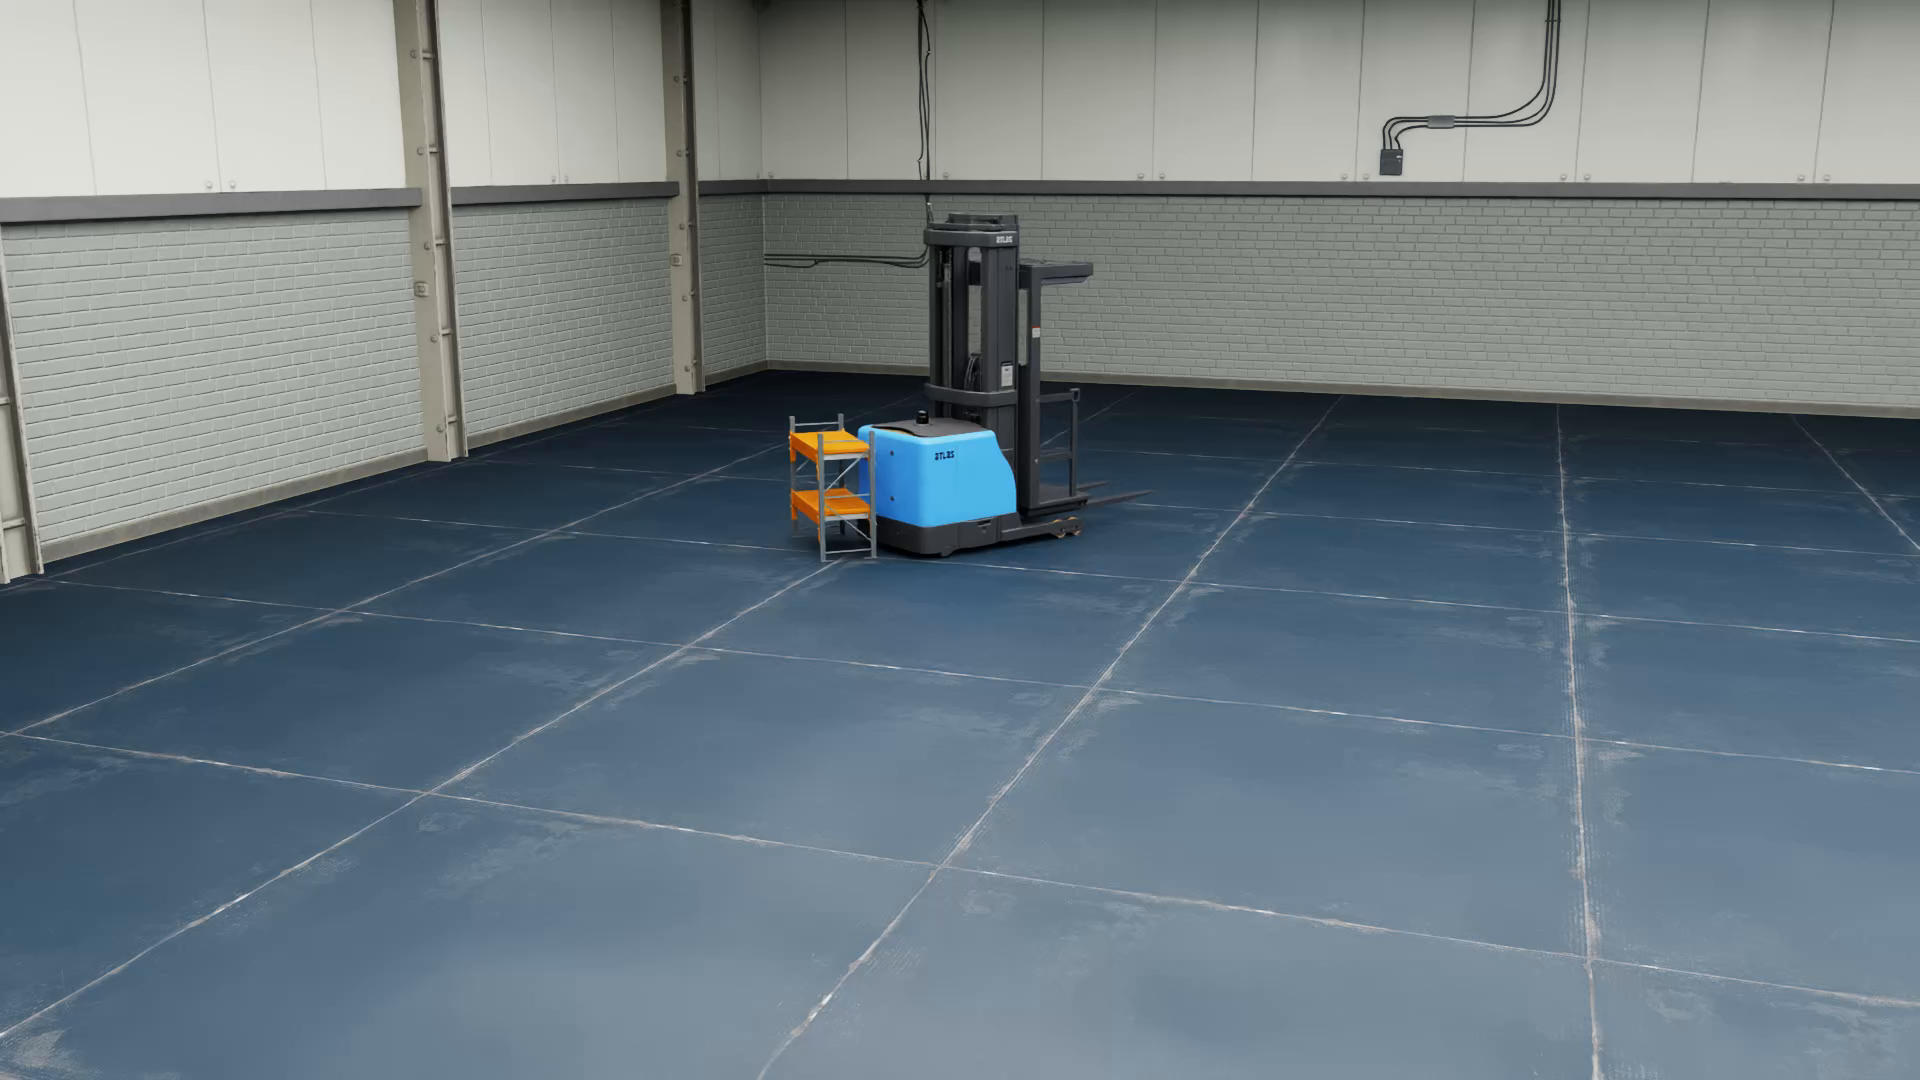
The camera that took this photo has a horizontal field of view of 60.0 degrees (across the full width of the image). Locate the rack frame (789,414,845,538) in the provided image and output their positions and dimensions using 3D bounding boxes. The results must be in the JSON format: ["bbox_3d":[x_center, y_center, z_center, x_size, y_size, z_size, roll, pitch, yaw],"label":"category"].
[{"bbox_3d":[-1.311,-0.590,15.307,0.500,1.125,0.032,-4,14,-19],"label":"rack frame"}]

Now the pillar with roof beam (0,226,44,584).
[{"bbox_3d":[-3.864,-3.770,11.547,9.100,9.000,0.400,4,14,18],"label":"pillar with roof beam"}]

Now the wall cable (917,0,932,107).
[{"bbox_3d":[0.710,-7.886,25.205,3.097,2.526,0.112,4,14,18],"label":"wall cable"}]

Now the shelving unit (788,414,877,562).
[{"bbox_3d":[-1.143,-0.483,14.839,0.538,1.125,1.048,-4,14,-19],"label":"shelving unit"}]

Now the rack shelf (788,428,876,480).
[{"bbox_3d":[-1.143,-0.769,14.774,0.538,0.278,1.000,-4,14,-19],"label":"rack shelf"}]

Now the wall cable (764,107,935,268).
[{"bbox_3d":[-1.850,-5.618,26.621,3.097,2.526,0.112,4,14,18],"label":"wall cable"}]

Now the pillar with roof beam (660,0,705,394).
[{"bbox_3d":[0.019,-6.297,22.617,9.100,9.000,0.400,4,14,18],"label":"pillar with roof beam"}]

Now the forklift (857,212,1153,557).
[{"bbox_3d":[0.524,-1.531,15.371,3.031,2.935,1.130,-11,17,-39],"label":"forklift"}]

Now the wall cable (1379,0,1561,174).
[{"bbox_3d":[7.128,-8.103,22.887,2.305,6.003,0.169,4,14,18],"label":"wall cable"}]

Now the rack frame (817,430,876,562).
[{"bbox_3d":[-0.975,-0.376,14.371,0.500,1.125,0.032,-4,14,-19],"label":"rack frame"}]

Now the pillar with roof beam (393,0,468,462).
[{"bbox_3d":[-1.922,-5.034,17.082,9.100,9.000,0.400,4,14,18],"label":"pillar with roof beam"}]

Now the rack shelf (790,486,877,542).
[{"bbox_3d":[-1.143,-0.245,14.893,0.538,0.278,1.000,-4,14,-19],"label":"rack shelf"}]
